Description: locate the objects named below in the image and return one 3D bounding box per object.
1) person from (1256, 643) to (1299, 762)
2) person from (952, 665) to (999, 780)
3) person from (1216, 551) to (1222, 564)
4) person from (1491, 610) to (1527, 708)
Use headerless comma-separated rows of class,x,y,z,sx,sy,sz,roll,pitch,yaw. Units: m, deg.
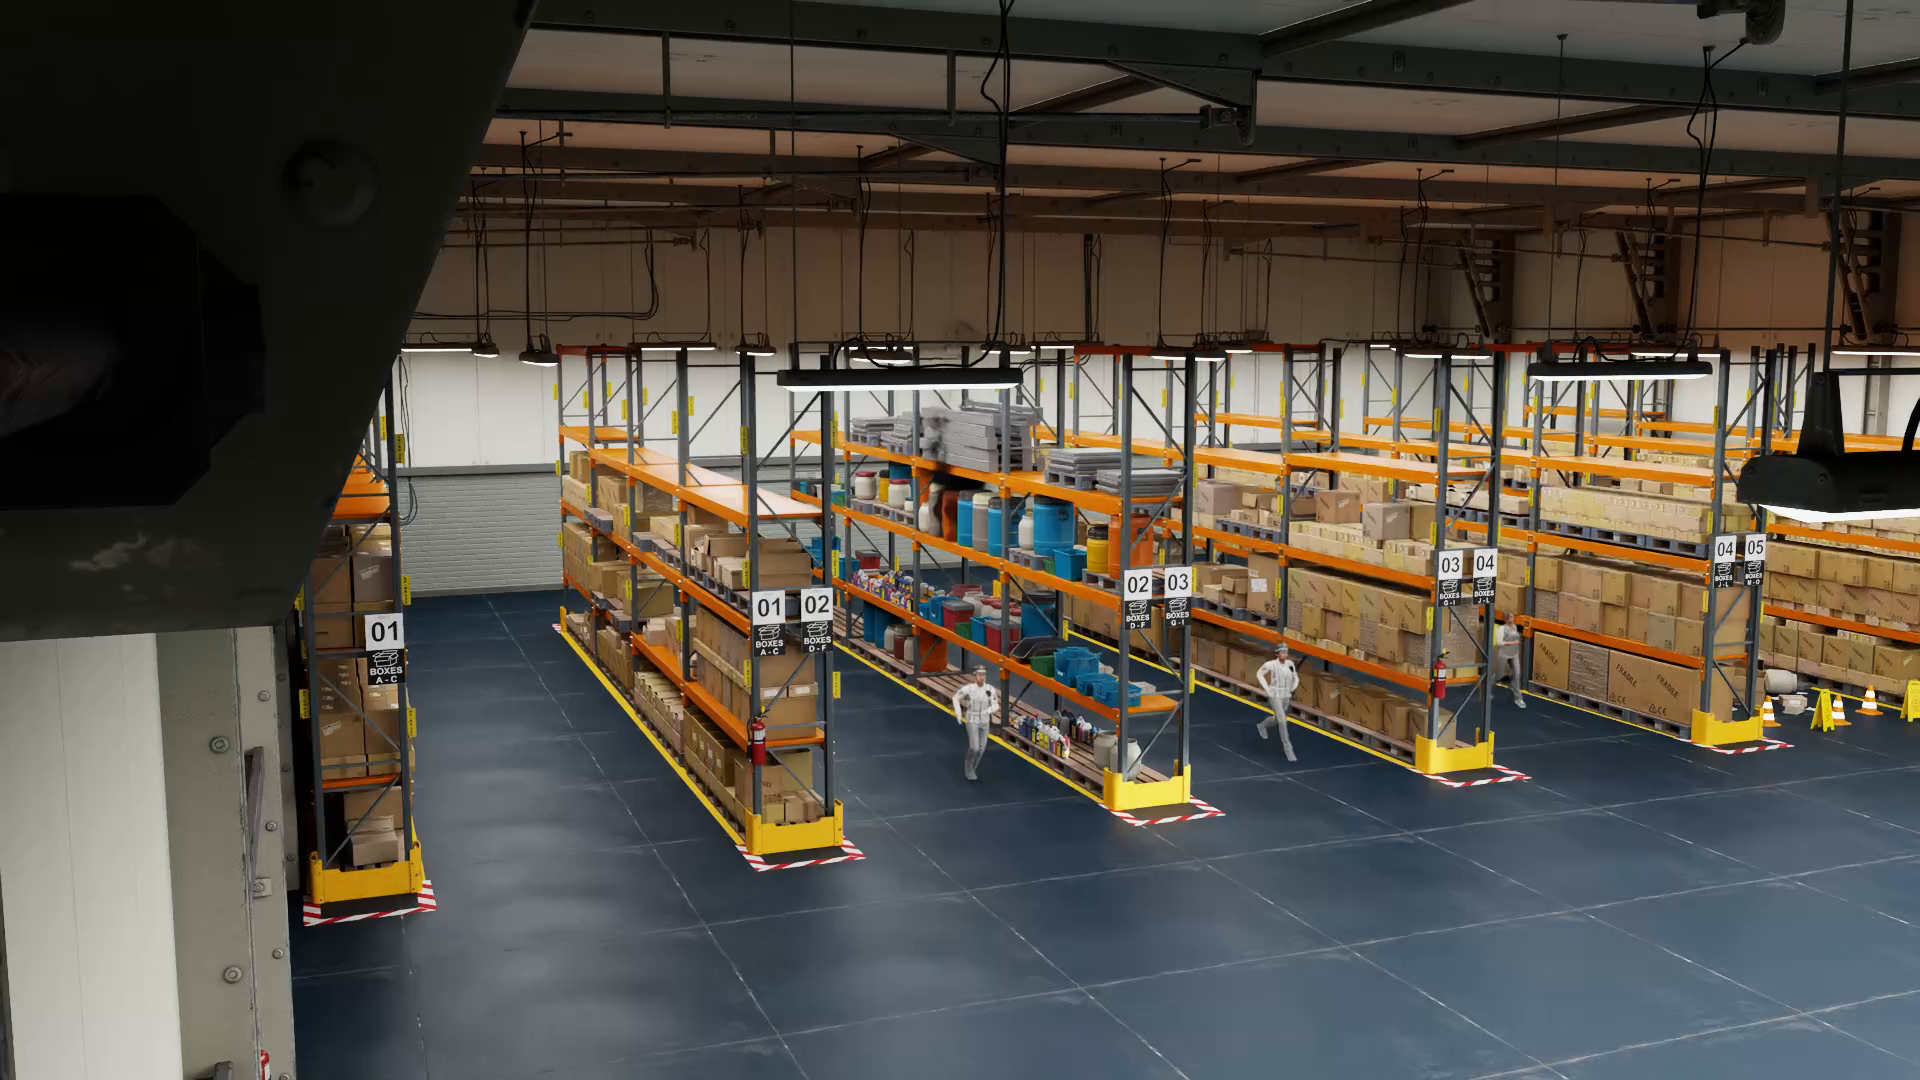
person,4.770,2.358,24.818,0.581,1.714,1.088,-4,8,-27
person,0.255,2.558,23.251,0.602,1.642,0.571,-2,8,-19
person,6.423,0.238,41.728,0.769,1.655,0.607,-4,8,-31
person,9.206,1.977,27.975,0.533,1.582,0.878,-3,8,-24
